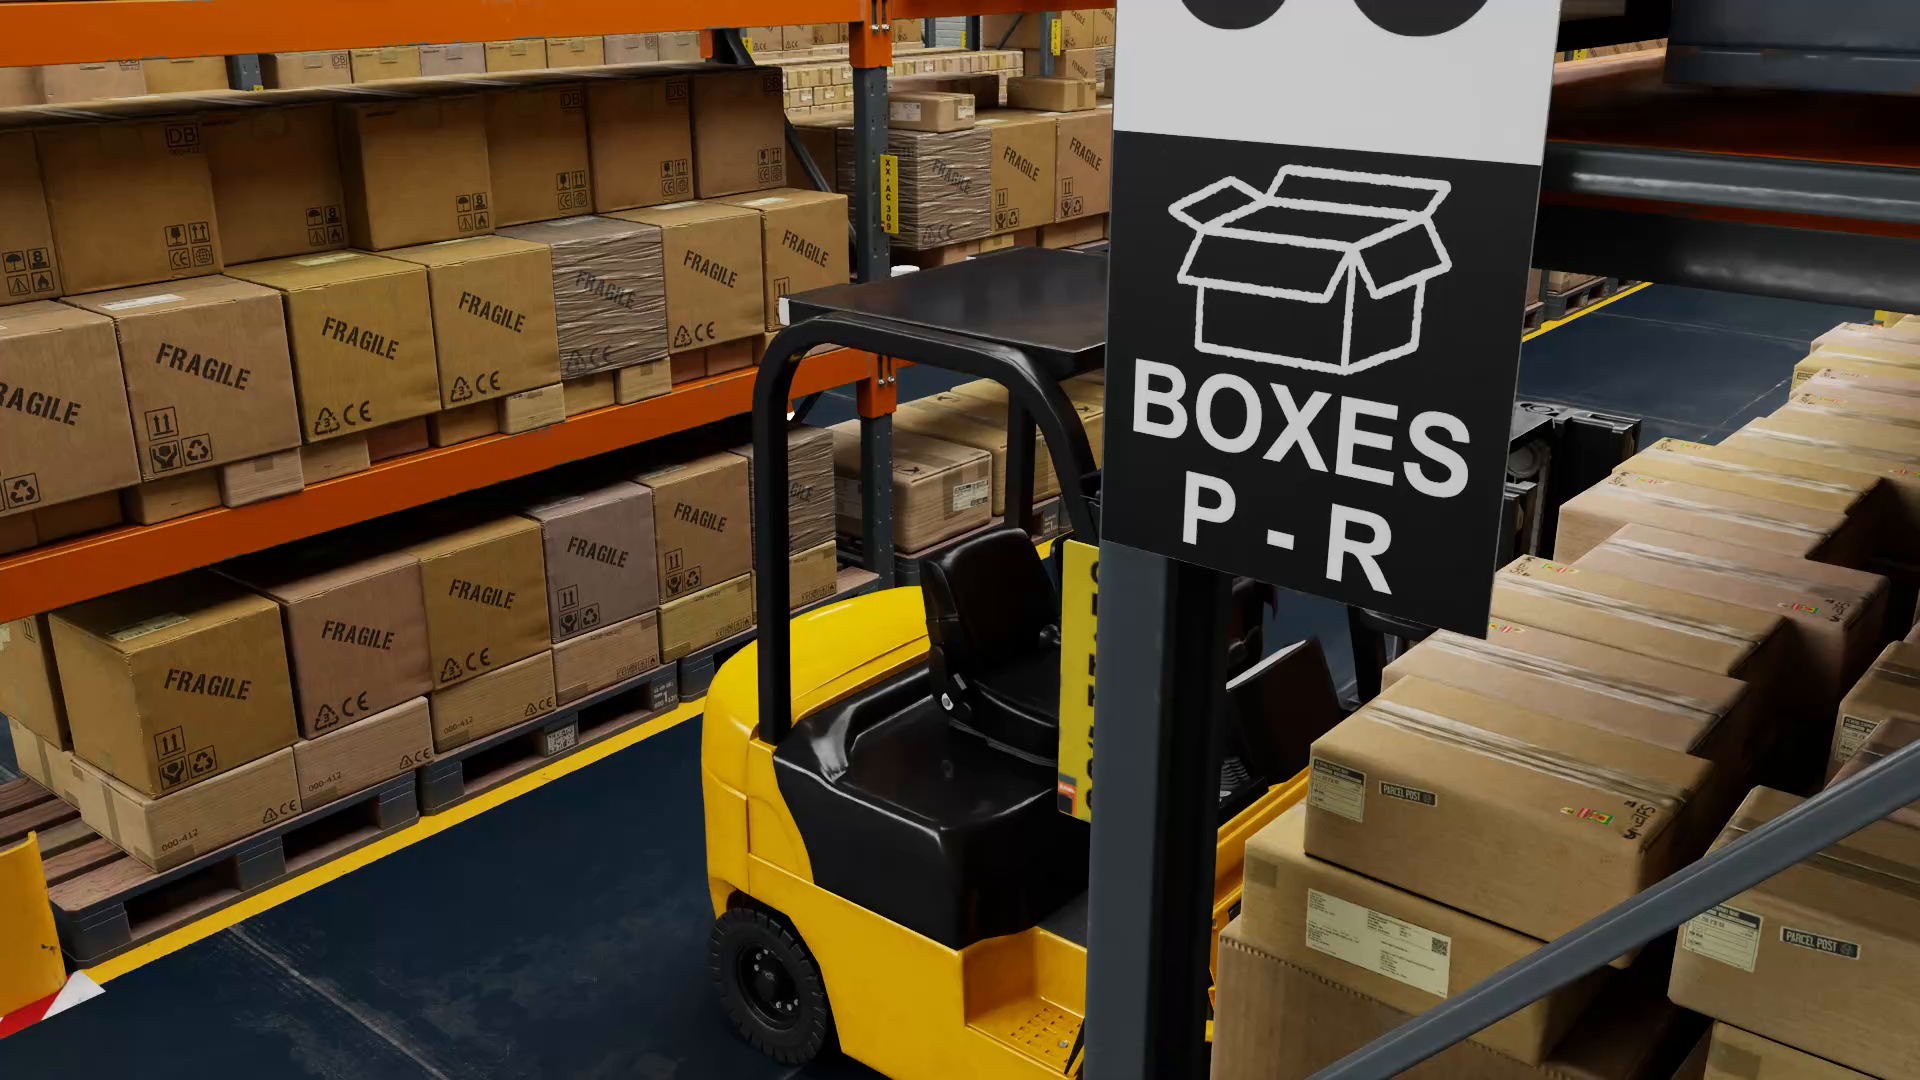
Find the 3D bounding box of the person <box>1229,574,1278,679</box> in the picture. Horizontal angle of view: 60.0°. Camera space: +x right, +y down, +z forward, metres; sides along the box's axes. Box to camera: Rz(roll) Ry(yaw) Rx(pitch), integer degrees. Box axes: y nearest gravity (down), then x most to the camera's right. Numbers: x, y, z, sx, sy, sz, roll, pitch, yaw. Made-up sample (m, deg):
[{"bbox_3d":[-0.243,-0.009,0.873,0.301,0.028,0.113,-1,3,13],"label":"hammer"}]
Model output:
[{"bbox_3d":[0.991,0.107,5.810,0.561,1.772,0.529,16,25,38],"label":"person"}]
